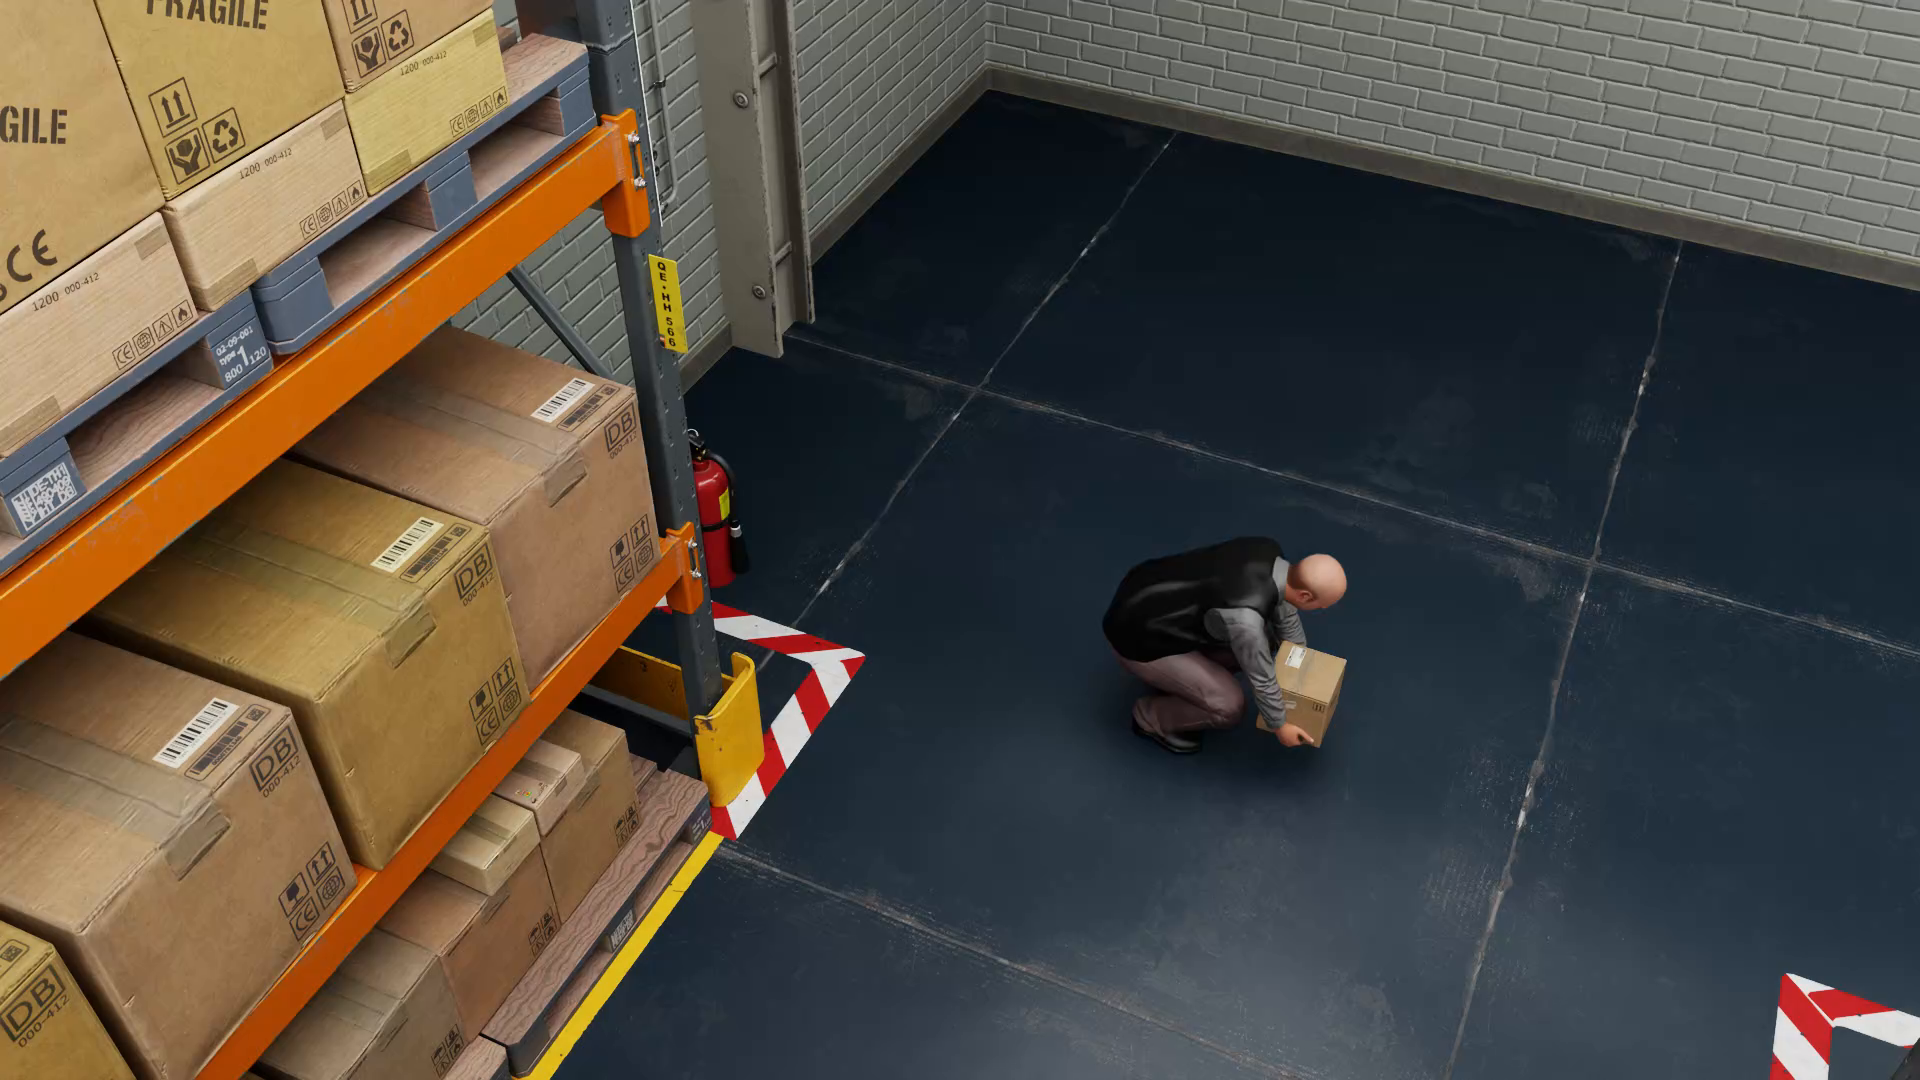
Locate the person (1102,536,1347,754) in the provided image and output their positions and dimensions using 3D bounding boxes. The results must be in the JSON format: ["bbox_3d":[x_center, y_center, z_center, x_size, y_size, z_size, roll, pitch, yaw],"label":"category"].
[{"bbox_3d":[0.996,0.377,6.335,0.877,0.963,0.513,16,44,17],"label":"person"}]
